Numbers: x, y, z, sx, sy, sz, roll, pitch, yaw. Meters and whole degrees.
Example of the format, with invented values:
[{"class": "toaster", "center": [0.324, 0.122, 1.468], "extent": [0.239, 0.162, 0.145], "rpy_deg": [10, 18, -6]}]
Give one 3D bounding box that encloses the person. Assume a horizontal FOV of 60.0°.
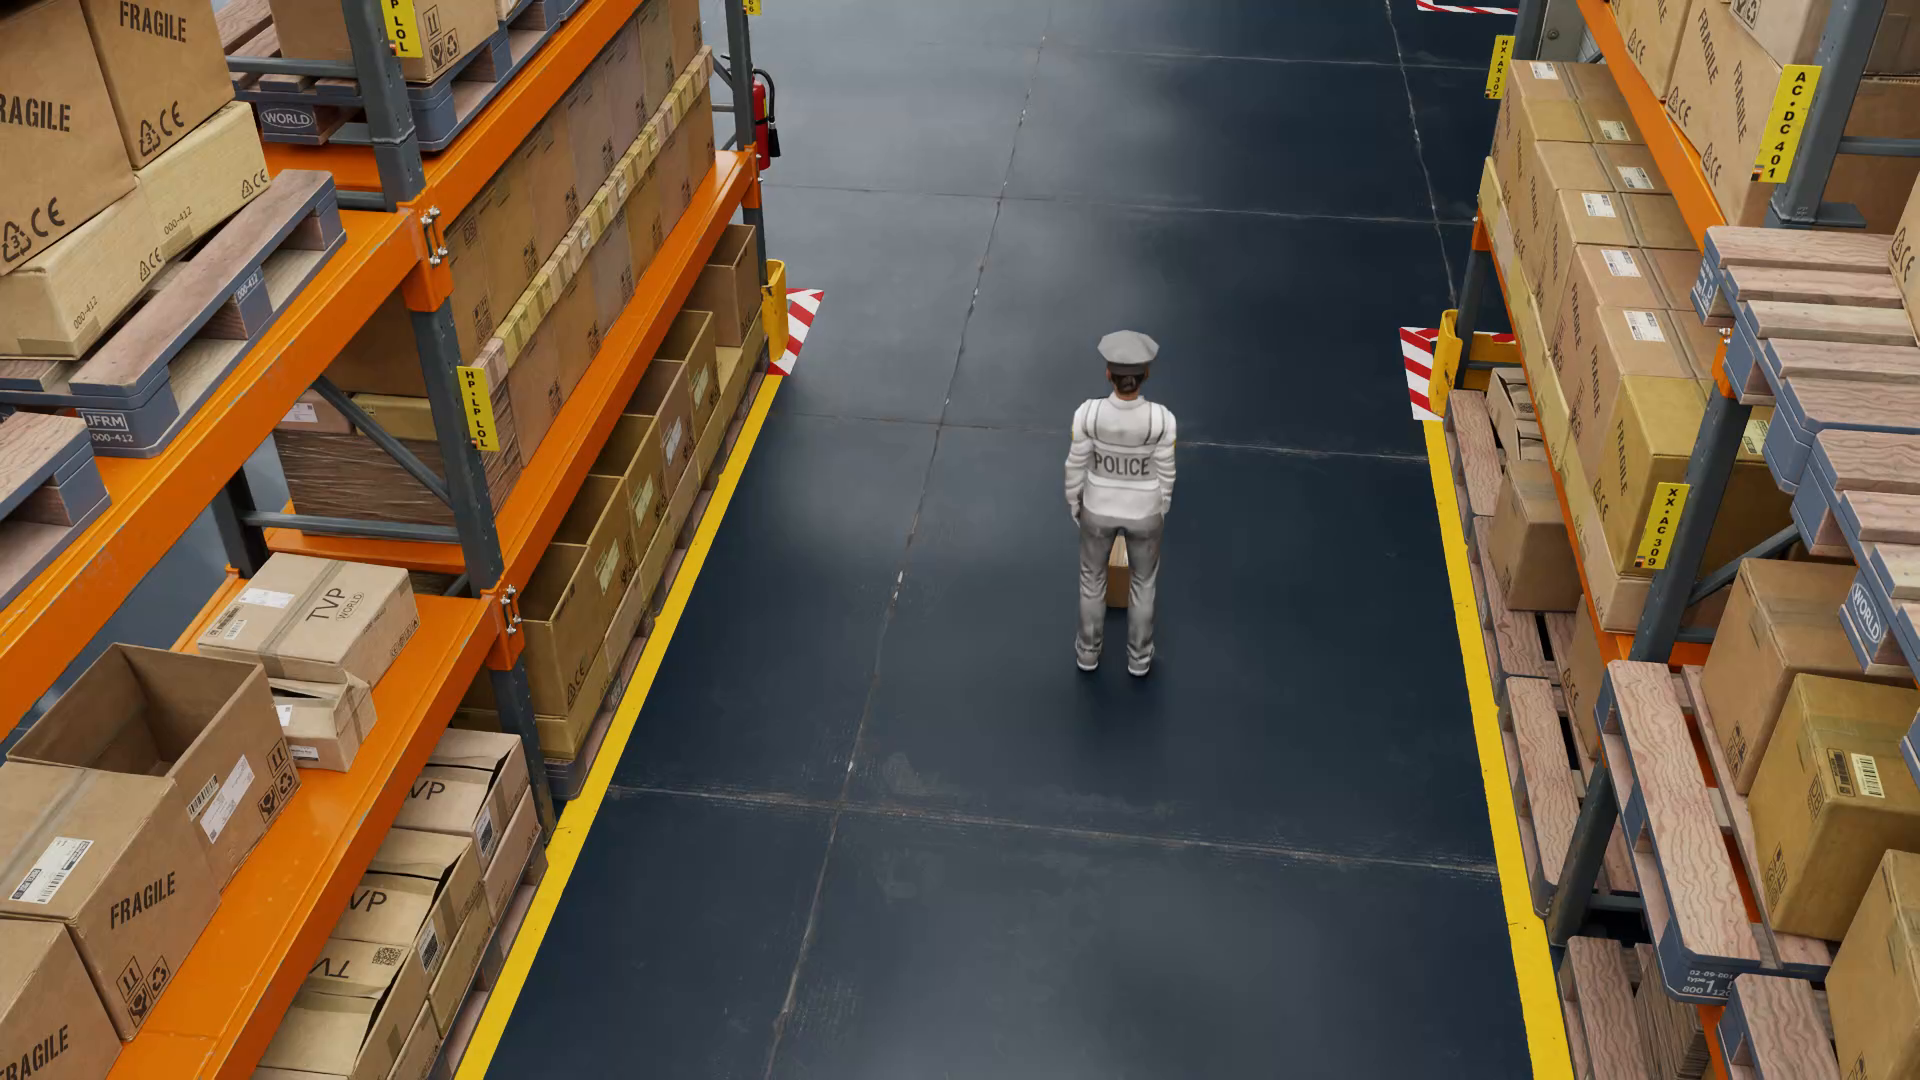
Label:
[{"class": "person", "center": [0.685, -0.133, 7.225], "extent": [0.470, 1.664, 0.328], "rpy_deg": [5, 37, 7]}]
